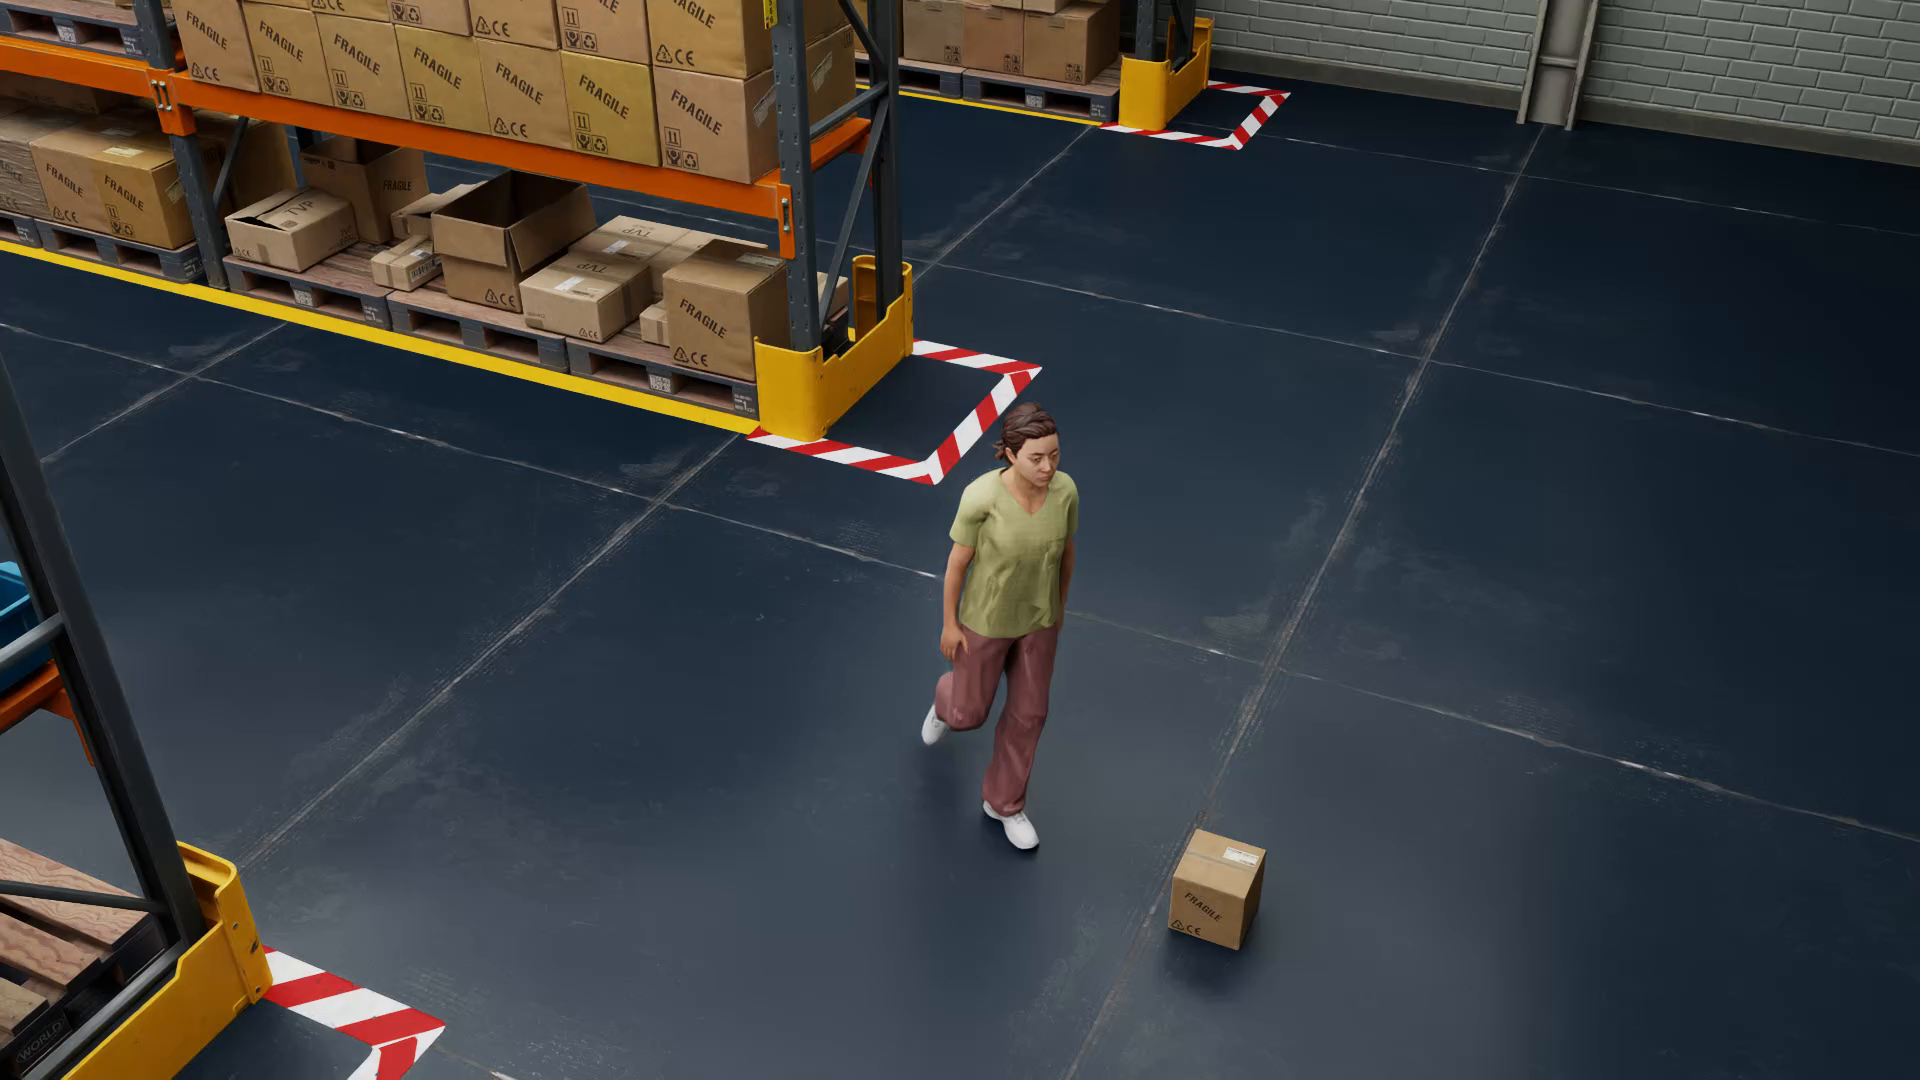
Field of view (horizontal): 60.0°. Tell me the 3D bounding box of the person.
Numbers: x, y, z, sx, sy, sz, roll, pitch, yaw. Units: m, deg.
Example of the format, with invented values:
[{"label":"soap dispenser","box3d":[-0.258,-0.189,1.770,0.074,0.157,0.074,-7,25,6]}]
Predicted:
[{"label":"person","box3d":[0.150,0.242,5.769,0.513,1.660,0.713,-11,35,-16]}]
